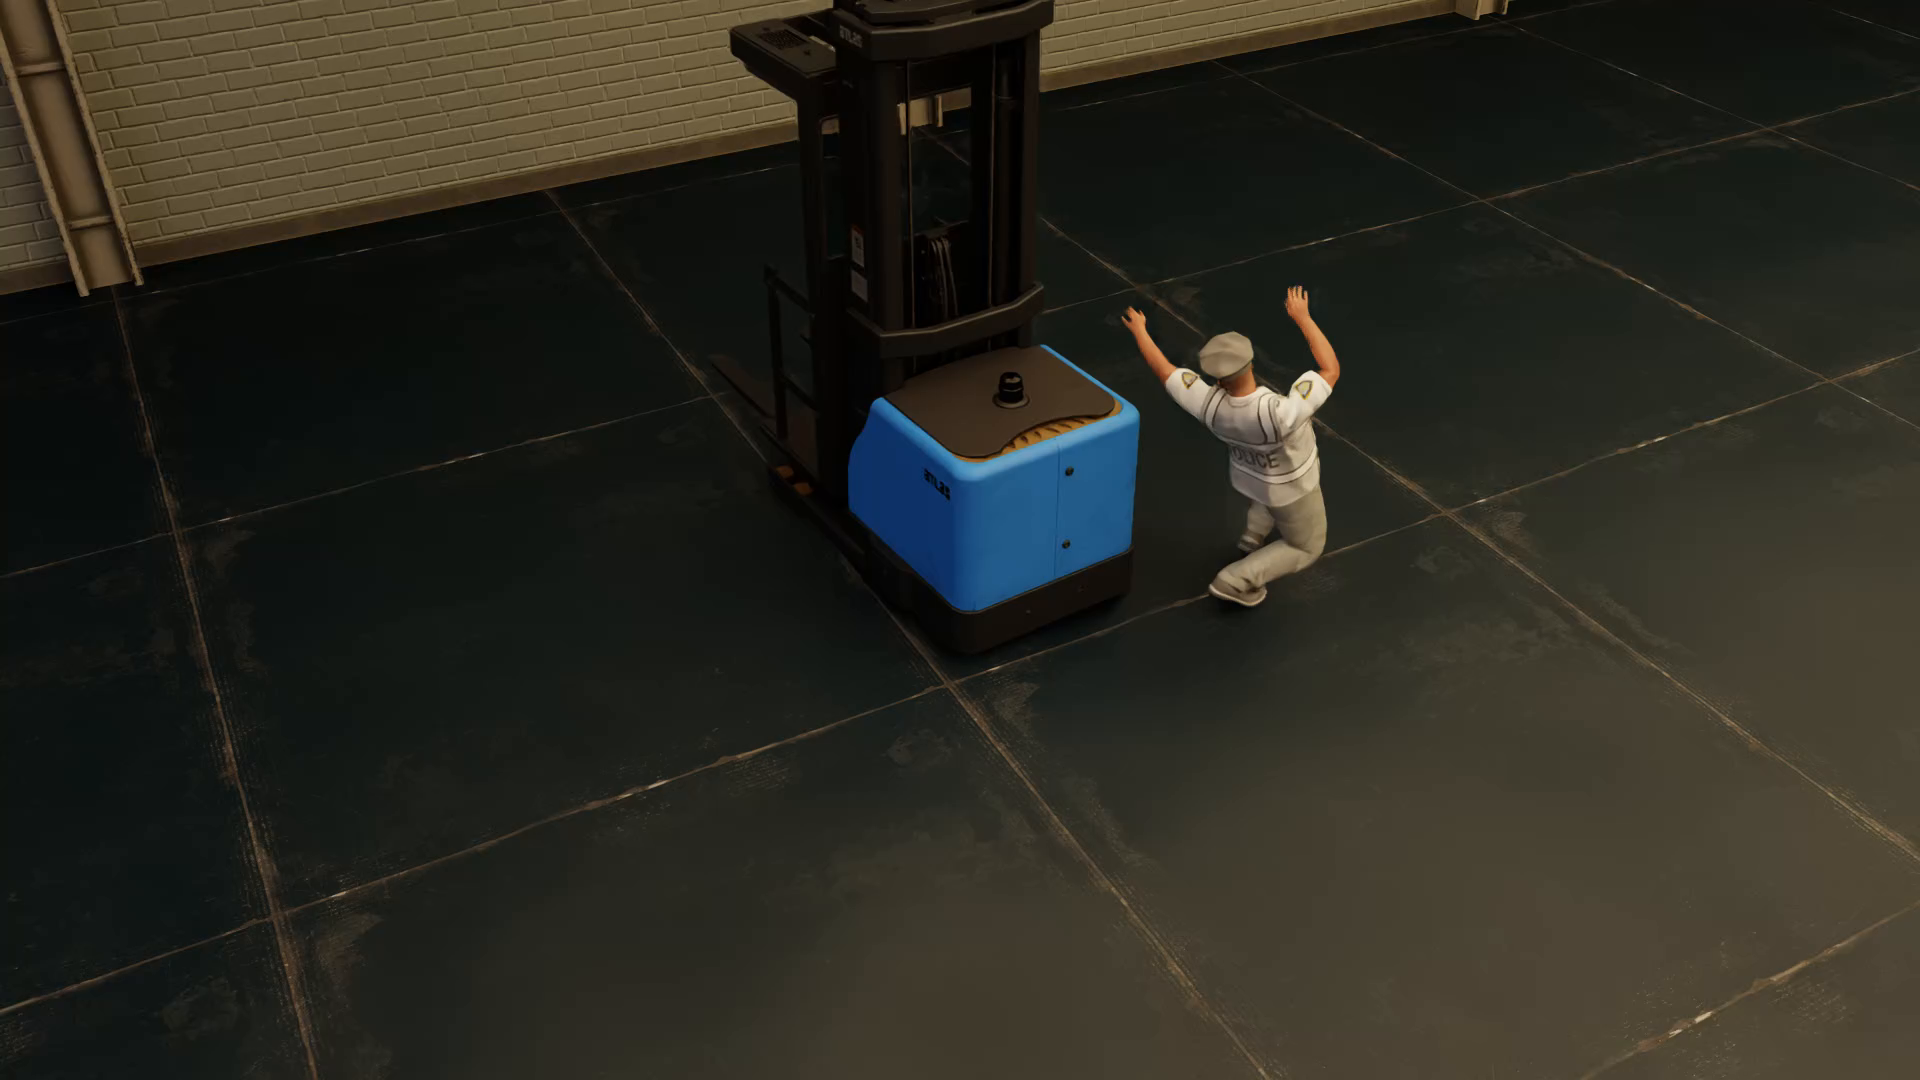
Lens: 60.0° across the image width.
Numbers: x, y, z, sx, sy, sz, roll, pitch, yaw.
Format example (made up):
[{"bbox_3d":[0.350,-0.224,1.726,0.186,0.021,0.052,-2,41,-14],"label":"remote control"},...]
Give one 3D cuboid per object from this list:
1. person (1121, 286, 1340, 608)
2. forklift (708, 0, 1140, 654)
[{"bbox_3d":[1.324,-0.523,8.046,0.870,1.652,1.120,-25,42,-31],"label":"person"},{"bbox_3d":[-0.380,-1.478,8.213,1.130,2.935,3.031,-21,40,-27],"label":"forklift"}]
